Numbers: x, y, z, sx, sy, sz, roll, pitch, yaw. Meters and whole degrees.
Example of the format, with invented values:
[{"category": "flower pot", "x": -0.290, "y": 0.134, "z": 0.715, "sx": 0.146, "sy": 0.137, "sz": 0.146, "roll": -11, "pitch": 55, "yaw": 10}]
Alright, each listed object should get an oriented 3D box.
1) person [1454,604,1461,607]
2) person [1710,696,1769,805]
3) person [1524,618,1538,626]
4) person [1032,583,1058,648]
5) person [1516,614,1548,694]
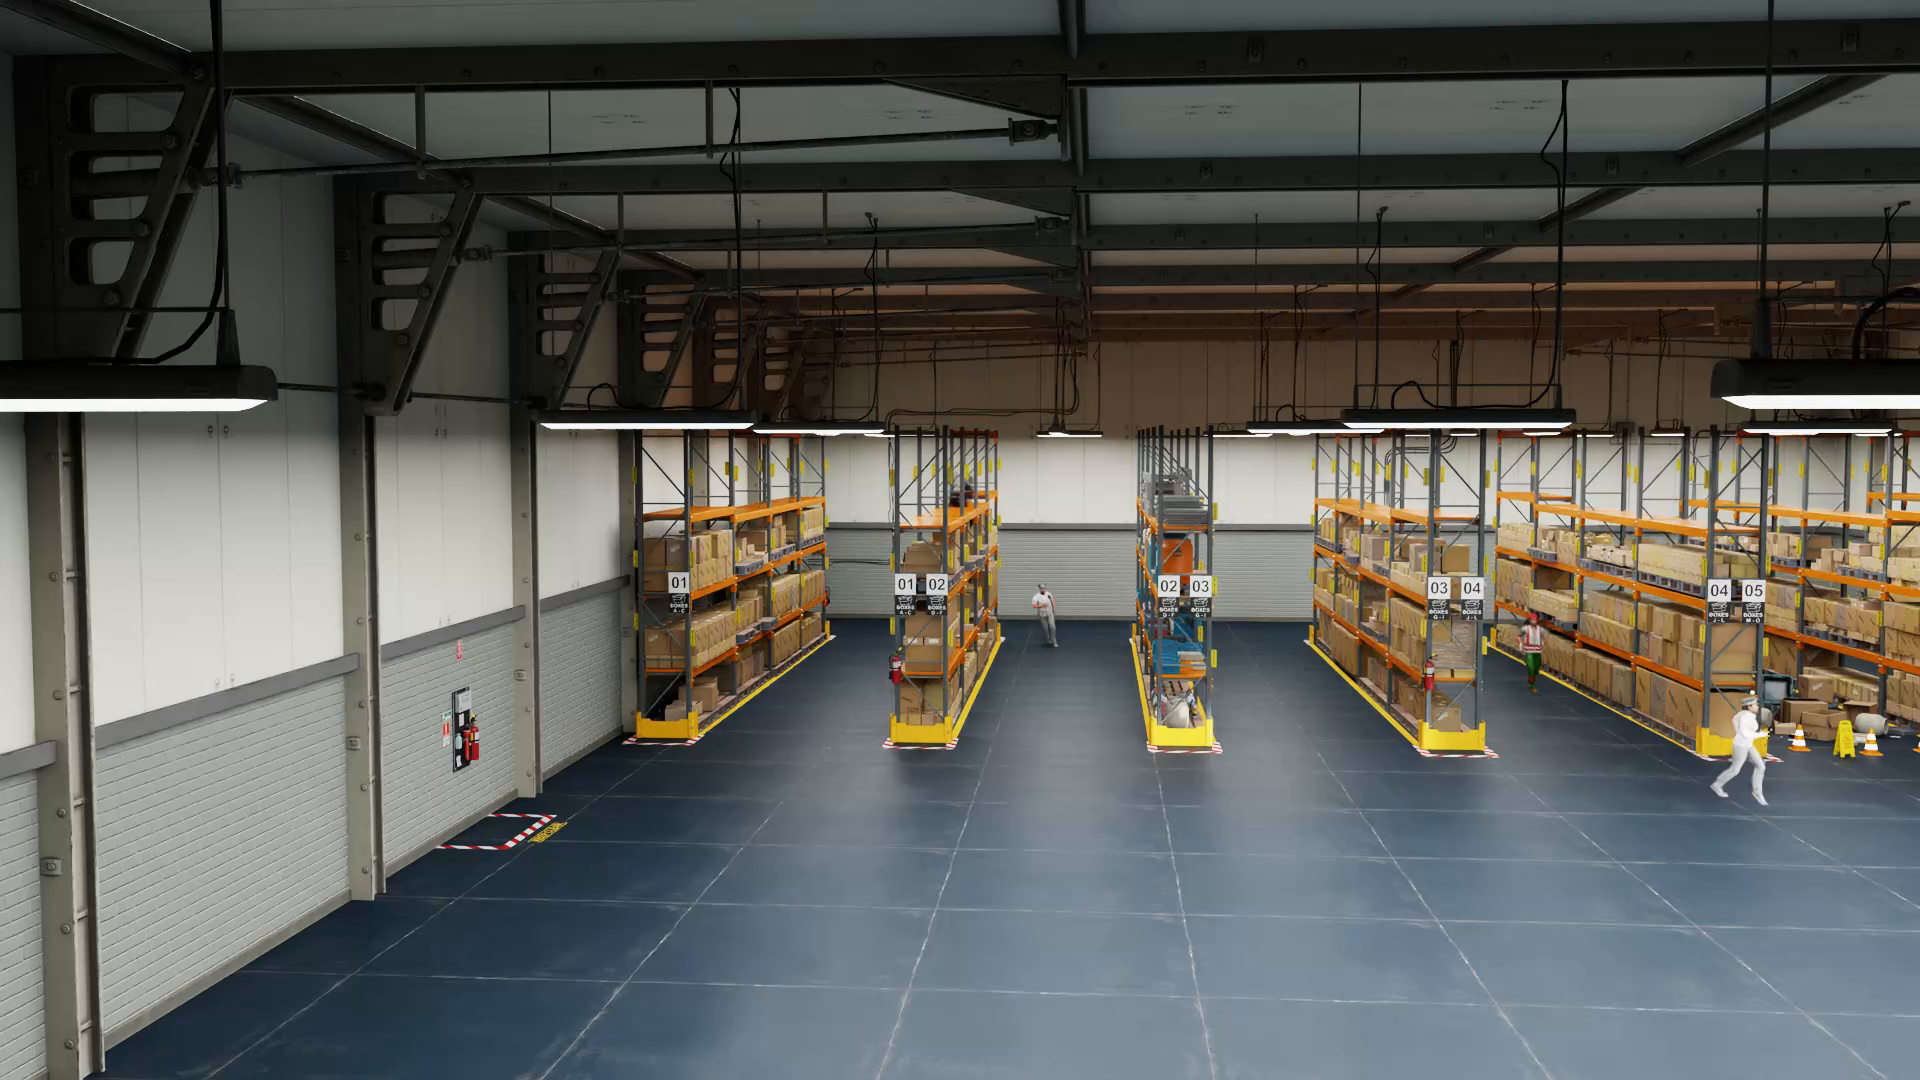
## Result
[{"category": "person", "x": 13.596, "y": 2.121, "z": 46.076, "sx": 0.728, "sy": 1.675, "sz": 0.553, "roll": 3, "pitch": 4, "yaw": 36}, {"category": "person", "x": 12.345, "y": 3.312, "z": 26.302, "sx": 0.825, "sy": 1.718, "sz": 0.638, "roll": 3, "pitch": 4, "yaw": 37}, {"category": "person", "x": 16.209, "y": 2.122, "z": 47.094, "sx": 0.745, "sy": 1.543, "sz": 0.598, "roll": 3, "pitch": 5, "yaw": 40}, {"category": "person", "x": 2.343, "y": 2.095, "z": 46.247, "sx": 0.716, "sy": 1.833, "sz": 0.775, "roll": 0, "pitch": 3, "yaw": -6}, {"category": "person", "x": 12.979, "y": 2.552, "z": 37.658, "sx": 0.673, "sy": 1.777, "sz": 0.864, "roll": 0, "pitch": 3, "yaw": 1}]
